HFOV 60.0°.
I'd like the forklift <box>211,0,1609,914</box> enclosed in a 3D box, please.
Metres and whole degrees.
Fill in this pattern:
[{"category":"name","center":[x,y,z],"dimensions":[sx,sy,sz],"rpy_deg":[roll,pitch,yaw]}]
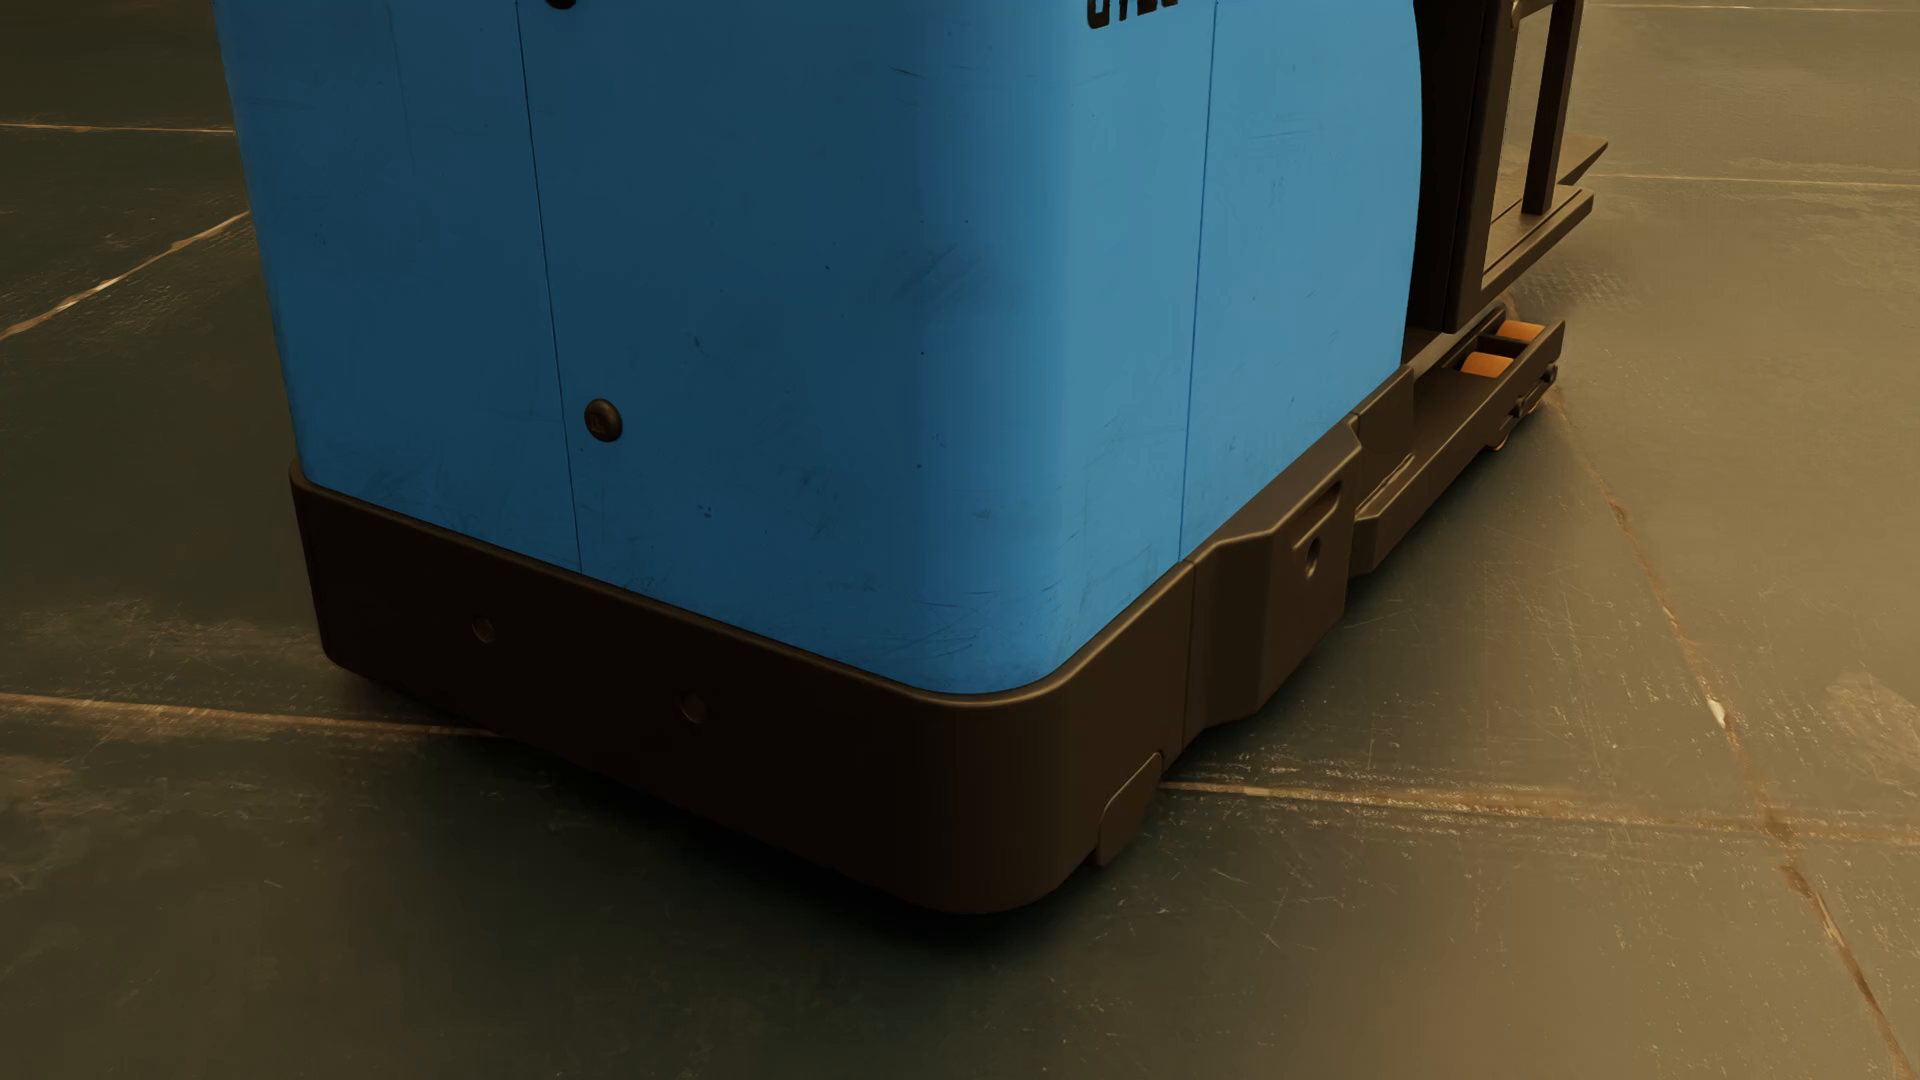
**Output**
[{"category":"forklift","center":[0.413,-1.562,2.347],"dimensions":[1.130,2.935,3.031],"rpy_deg":[16,31,29]}]
